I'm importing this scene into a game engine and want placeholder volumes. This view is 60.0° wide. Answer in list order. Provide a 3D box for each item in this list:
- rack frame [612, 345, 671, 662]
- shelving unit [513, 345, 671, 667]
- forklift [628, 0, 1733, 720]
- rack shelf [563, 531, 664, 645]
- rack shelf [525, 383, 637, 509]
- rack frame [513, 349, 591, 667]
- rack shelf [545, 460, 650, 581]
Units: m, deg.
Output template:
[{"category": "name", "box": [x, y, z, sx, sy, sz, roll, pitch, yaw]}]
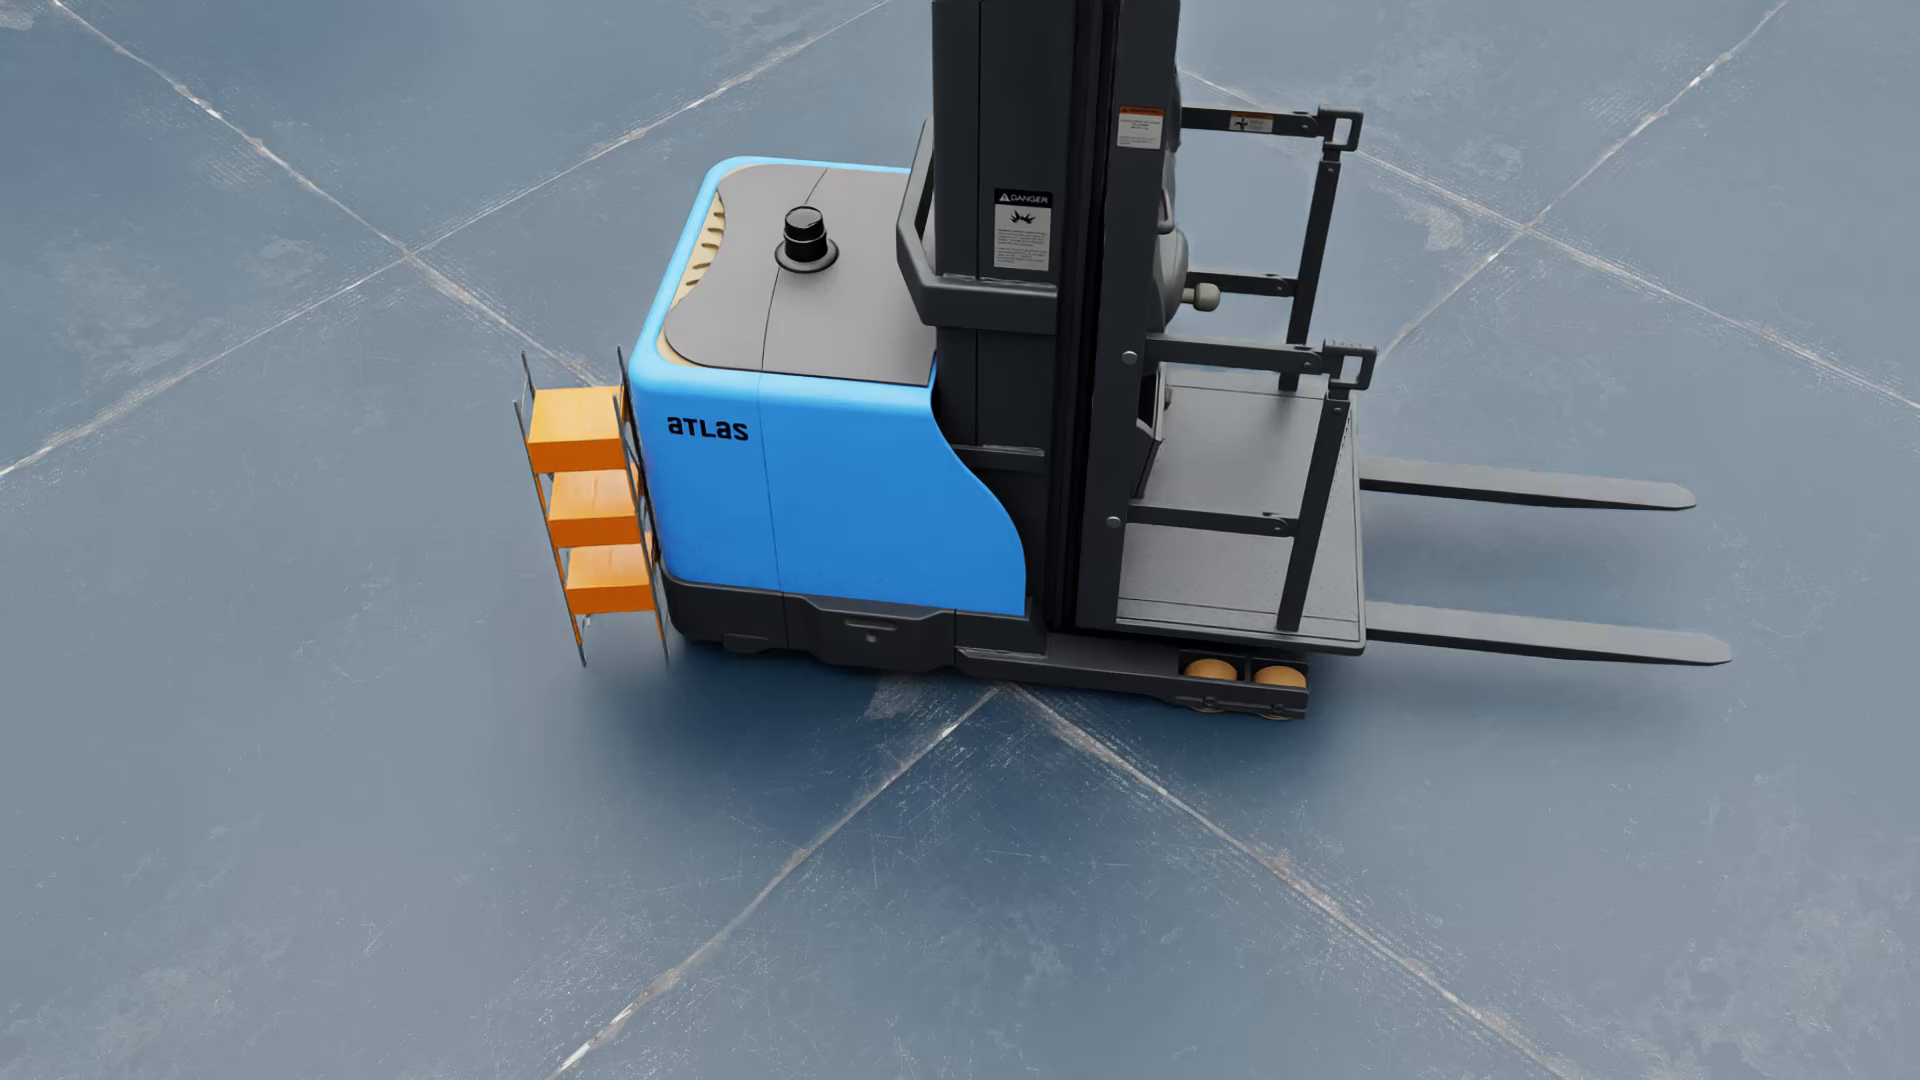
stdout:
[{"category": "rack frame", "box": [-0.871, -0.071, 4.596, 0.008, 1.050, 0.200, -3, 47, -3]}, {"category": "shelving unit", "box": [-0.993, -0.064, 4.590, 0.252, 1.050, 0.215, -3, 47, -3]}, {"category": "forklift", "box": [0.696, -0.903, 4.087, 3.031, 2.935, 1.130, 6, 47, 5]}, {"category": "rack shelf", "box": [-0.993, 0.133, 4.800, 0.240, 0.259, 0.215, -3, 47, -3]}, {"category": "rack shelf", "box": [-0.993, -0.251, 4.391, 0.240, 0.259, 0.215, -3, 47, -3]}, {"category": "rack frame", "box": [-1.115, -0.057, 4.584, 0.008, 1.050, 0.200, -3, 47, -3]}, {"category": "rack shelf", "box": [-0.993, -0.057, 4.598, 0.240, 0.259, 0.215, -3, 47, -3]}]
